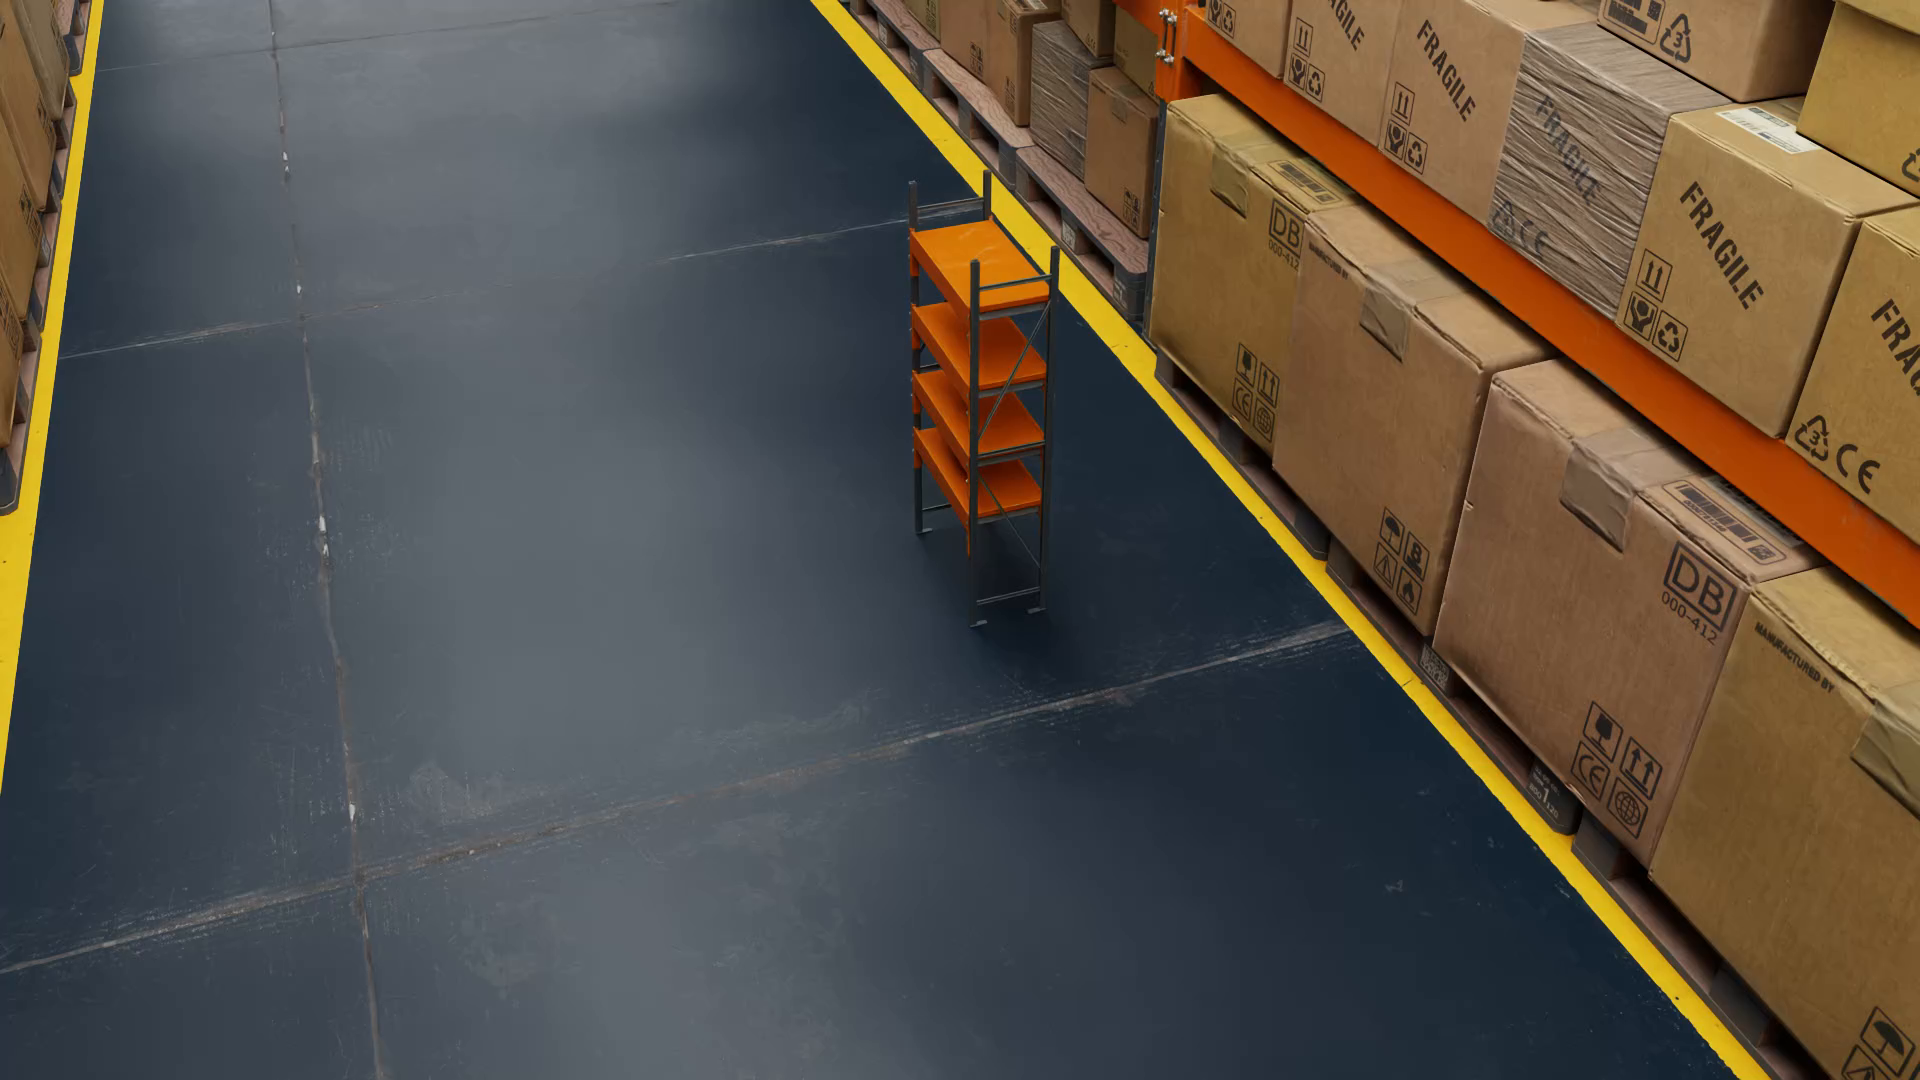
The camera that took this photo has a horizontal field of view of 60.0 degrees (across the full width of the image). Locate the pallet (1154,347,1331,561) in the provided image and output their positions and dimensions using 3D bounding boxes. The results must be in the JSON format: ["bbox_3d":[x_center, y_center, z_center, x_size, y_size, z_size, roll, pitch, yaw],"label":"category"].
[{"bbox_3d":[1.374,-0.454,5.678,1.003,0.211,1.213,-12,39,-16],"label":"pallet"}]

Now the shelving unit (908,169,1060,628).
[{"bbox_3d":[0.057,-0.386,4.765,0.258,1.200,0.503,-12,39,-16],"label":"shelving unit"}]

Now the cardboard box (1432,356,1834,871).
[{"bbox_3d":[2.002,0.049,4.108,1.225,0.875,0.875,-14,39,-18],"label":"cardboard box"}]

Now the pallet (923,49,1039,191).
[{"bbox_3d":[0.490,-2.045,7.790,1.003,0.211,1.213,-12,39,-16],"label":"pallet"}]

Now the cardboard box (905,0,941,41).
[{"bbox_3d":[0.134,-2.841,8.241,0.700,0.500,0.500,-13,39,-16],"label":"cardboard box"}]

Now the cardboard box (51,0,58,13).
[{"bbox_3d":[-5.046,-3.008,8.167,0.875,0.875,0.875,-12,39,-15],"label":"cardboard box"}]

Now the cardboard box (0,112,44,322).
[{"bbox_3d":[-3.948,-1.184,5.850,1.050,0.750,0.750,-12,39,-15],"label":"cardboard box"}]

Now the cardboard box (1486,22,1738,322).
[{"bbox_3d":[1.614,-0.876,3.836,0.500,0.500,0.500,-12,39,-16],"label":"cardboard box"}]

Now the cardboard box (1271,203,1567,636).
[{"bbox_3d":[1.691,-0.449,4.770,1.225,0.875,0.875,-12,39,-16],"label":"cardboard box"}]

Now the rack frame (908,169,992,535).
[{"bbox_3d":[-0.027,-0.524,4.948,0.240,1.200,0.015,-12,39,-16],"label":"rack frame"}]

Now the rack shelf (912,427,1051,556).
[{"bbox_3d":[0.057,-0.173,4.925,0.258,0.148,0.480,-12,39,-16],"label":"rack shelf"}]

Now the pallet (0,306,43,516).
[{"bbox_3d":[-3.719,-0.406,5.614,1.003,0.211,1.213,-12,39,-16],"label":"pallet"}]

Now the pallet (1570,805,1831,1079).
[{"bbox_3d":[2.213,0.924,3.848,1.003,0.211,1.213,-12,39,-16],"label":"pallet"}]

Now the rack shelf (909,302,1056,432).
[{"bbox_3d":[0.057,-0.511,4.671,0.258,0.148,0.480,-12,39,-16],"label":"rack shelf"}]

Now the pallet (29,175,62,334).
[{"bbox_3d":[-4.135,-1.095,6.528,1.003,0.211,1.213,-12,39,-16],"label":"pallet"}]

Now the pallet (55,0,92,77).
[{"bbox_3d":[-5.083,-2.651,8.594,1.003,0.211,1.213,-12,39,-16],"label":"pallet"}]

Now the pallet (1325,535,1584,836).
[{"bbox_3d":[1.790,0.234,4.764,1.003,0.211,1.213,-12,39,-16],"label":"pallet"}]

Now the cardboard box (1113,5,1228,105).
[{"bbox_3d":[0.914,-1.878,6.339,0.500,0.250,0.500,-11,38,-14],"label":"cardboard box"}]

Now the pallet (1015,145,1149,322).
[{"bbox_3d":[0.906,-1.357,6.876,1.003,0.211,1.213,-12,39,-16],"label":"pallet"}]

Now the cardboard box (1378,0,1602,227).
[{"bbox_3d":[1.444,-1.159,4.212,0.500,0.500,0.500,-13,39,-17],"label":"cardboard box"}]

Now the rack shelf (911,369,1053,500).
[{"bbox_3d":[0.057,-0.332,4.805,0.258,0.148,0.480,-12,39,-16],"label":"rack shelf"}]

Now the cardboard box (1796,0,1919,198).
[{"bbox_3d":[2.097,-0.959,3.114,0.797,0.503,0.637,-12,39,-15],"label":"cardboard box"}]

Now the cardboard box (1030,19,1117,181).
[{"bbox_3d":[0.721,-1.891,6.980,0.700,0.500,0.500,-16,40,-20],"label":"cardboard box"}]

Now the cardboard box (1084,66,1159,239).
[{"bbox_3d":[0.924,-1.581,6.567,0.700,0.500,0.500,-14,39,-18],"label":"cardboard box"}]

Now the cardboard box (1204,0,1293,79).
[{"bbox_3d":[1.085,-1.738,4.981,0.500,0.500,0.500,-11,38,-15],"label":"cardboard box"}]

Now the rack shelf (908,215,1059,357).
[{"bbox_3d":[0.057,-0.700,4.528,0.258,0.148,0.480,-12,39,-16],"label":"rack shelf"}]

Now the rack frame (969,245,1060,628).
[{"bbox_3d":[0.141,-0.248,4.582,0.240,1.200,0.015,-12,39,-16],"label":"rack frame"}]

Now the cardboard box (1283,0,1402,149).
[{"bbox_3d":[1.265,-1.447,4.595,0.500,0.500,0.500,-13,39,-17],"label":"cardboard box"}]

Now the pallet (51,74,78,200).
[{"bbox_3d":[-4.559,-1.785,7.444,1.003,0.211,1.213,-12,39,-16],"label":"pallet"}]

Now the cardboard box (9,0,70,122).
[{"bbox_3d":[-4.597,-2.256,7.273,1.050,0.750,0.750,-13,39,-16],"label":"cardboard box"}]

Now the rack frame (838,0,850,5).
[{"bbox_3d":[-0.203,-4.289,8.451,1.000,3.000,0.127,-12,39,-16],"label":"rack frame"}]

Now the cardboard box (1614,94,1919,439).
[{"bbox_3d":[1.782,-0.592,3.459,0.500,0.500,0.500,-13,39,-16],"label":"cardboard box"}]

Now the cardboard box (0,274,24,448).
[{"bbox_3d":[-3.644,-0.691,5.195,1.050,0.750,0.750,-13,39,-17],"label":"cardboard box"}]

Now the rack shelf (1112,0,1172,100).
[{"bbox_3d":[0.485,-2.872,7.167,1.077,0.370,4.000,-12,39,-16],"label":"rack shelf"}]

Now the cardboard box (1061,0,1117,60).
[{"bbox_3d":[0.722,-2.176,6.734,0.500,0.250,0.500,-8,38,-11],"label":"cardboard box"}]

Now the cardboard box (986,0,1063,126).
[{"bbox_3d":[0.519,-2.210,7.403,0.700,0.500,0.500,-9,38,-12],"label":"cardboard box"}]

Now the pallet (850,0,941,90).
[{"bbox_3d":[0.066,-2.735,8.706,1.003,0.211,1.213,-12,39,-16],"label":"pallet"}]

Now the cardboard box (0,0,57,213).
[{"bbox_3d":[-4.269,-1.710,6.548,1.050,0.750,0.750,-12,39,-16],"label":"cardboard box"}]

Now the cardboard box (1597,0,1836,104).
[{"bbox_3d":[1.868,-1.307,3.575,0.797,0.503,0.637,-11,38,-14],"label":"cardboard box"}]

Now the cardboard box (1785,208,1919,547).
[{"bbox_3d":[1.968,-0.298,3.069,0.500,0.500,0.500,-11,38,-15],"label":"cardboard box"}]

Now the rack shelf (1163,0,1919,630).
[{"bbox_3d":[1.861,-0.612,4.167,1.077,0.370,4.000,-12,39,-16],"label":"rack shelf"}]

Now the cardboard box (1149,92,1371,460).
[{"bbox_3d":[1.391,-0.954,5.440,1.225,0.875,0.875,-14,39,-18],"label":"cardboard box"}]

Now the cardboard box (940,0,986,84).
[{"bbox_3d":[0.327,-2.525,7.822,0.700,0.500,0.500,-16,40,-20],"label":"cardboard box"}]

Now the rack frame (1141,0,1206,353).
[{"bbox_3d":[1.173,-2.029,5.451,1.000,3.000,0.127,-12,39,-16],"label":"rack frame"}]

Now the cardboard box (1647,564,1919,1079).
[{"bbox_3d":[2.311,0.554,3.438,1.225,0.875,0.875,-12,39,-16],"label":"cardboard box"}]
